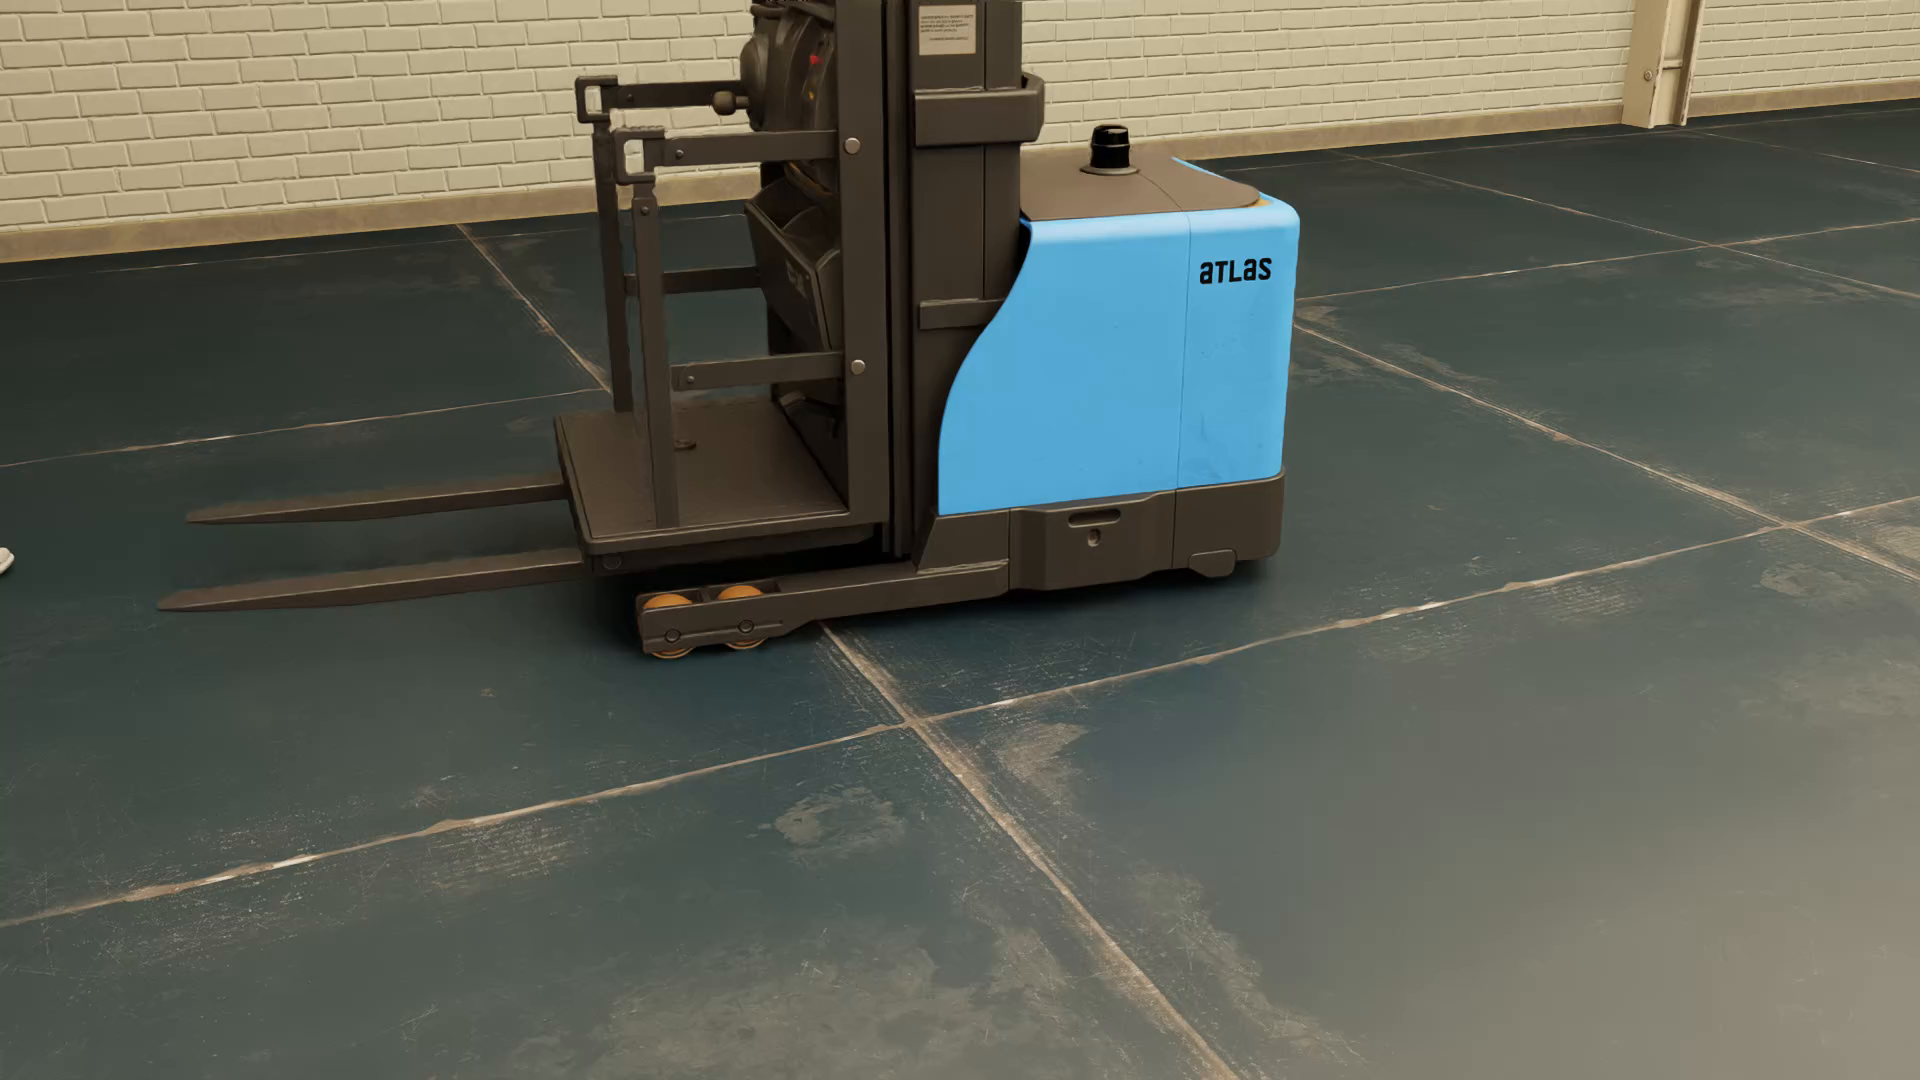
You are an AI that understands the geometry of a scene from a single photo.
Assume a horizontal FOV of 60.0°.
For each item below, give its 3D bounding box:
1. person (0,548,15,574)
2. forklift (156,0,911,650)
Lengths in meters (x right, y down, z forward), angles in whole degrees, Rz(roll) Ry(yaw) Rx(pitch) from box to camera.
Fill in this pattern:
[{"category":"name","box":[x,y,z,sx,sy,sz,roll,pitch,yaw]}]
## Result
[{"category":"person","box":[-3.274,-0.668,4.724,1.037,1.534,0.766,20,30,40]},{"category":"forklift","box":[-0.640,-1.270,4.342,3.031,2.935,1.121,-7,23,-16]}]
